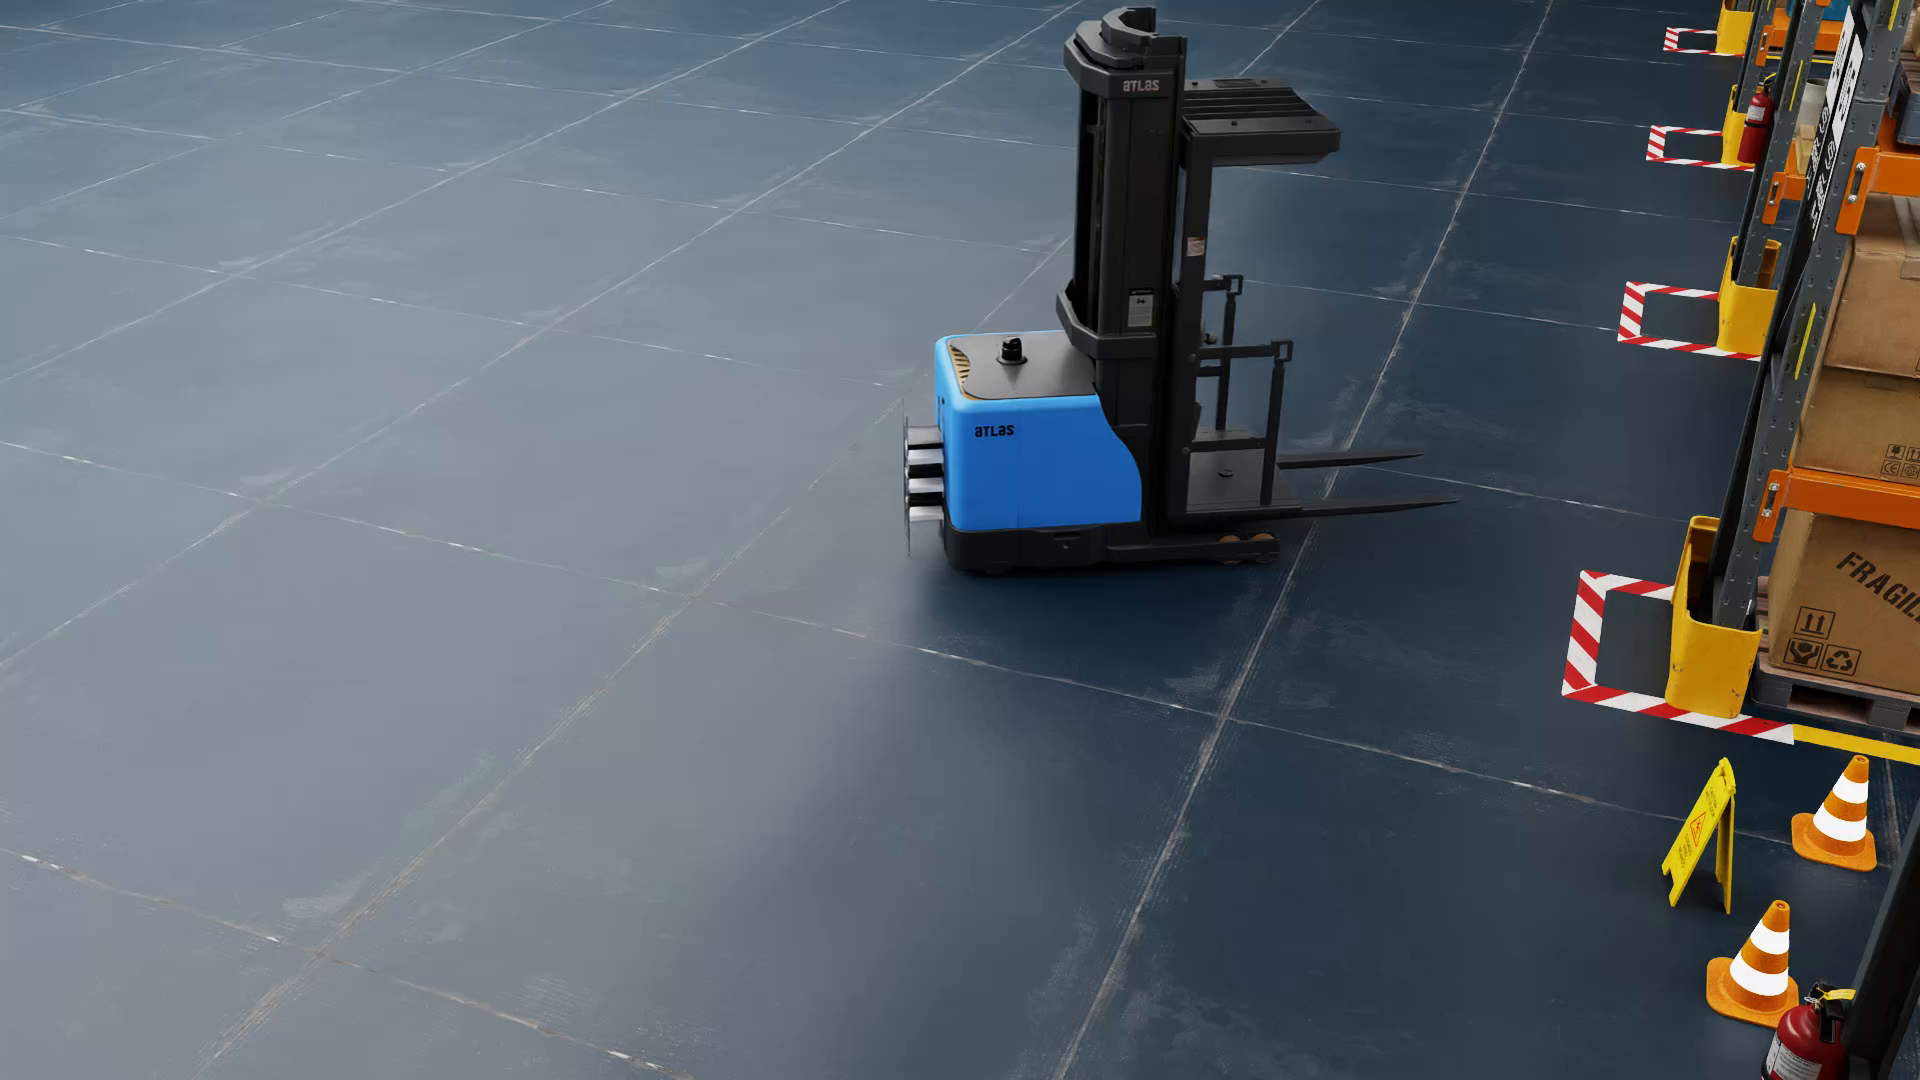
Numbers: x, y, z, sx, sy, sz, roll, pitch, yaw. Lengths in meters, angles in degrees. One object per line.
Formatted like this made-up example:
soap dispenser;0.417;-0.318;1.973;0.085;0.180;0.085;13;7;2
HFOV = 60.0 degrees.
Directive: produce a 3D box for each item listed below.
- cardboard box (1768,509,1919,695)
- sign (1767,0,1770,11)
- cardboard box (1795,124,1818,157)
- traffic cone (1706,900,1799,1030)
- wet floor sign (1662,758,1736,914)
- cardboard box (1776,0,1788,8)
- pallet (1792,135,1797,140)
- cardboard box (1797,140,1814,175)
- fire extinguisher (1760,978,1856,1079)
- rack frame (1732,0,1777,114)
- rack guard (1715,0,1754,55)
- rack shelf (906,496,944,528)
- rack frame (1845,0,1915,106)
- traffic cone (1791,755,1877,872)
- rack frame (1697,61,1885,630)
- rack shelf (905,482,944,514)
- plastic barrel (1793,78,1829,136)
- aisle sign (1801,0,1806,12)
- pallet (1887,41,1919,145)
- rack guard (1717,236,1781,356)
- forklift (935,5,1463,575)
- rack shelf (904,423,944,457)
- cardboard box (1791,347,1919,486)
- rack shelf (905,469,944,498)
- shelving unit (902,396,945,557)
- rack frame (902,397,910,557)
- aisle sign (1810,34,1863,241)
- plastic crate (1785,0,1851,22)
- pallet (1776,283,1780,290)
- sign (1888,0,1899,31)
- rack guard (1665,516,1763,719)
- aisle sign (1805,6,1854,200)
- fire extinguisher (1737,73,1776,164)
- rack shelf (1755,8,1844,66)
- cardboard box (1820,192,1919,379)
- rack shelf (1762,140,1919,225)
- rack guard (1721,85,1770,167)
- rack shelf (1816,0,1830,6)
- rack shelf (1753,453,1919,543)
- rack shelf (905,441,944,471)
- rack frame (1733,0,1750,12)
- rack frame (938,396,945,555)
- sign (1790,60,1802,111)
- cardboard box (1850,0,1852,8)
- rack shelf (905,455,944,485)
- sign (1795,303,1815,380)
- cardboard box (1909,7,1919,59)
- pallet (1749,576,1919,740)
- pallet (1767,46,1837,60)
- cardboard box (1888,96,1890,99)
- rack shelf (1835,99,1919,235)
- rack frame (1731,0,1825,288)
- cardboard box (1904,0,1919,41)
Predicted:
cardboard box;4.565;0.130;8.205;0.875;0.875;0.875;11;31;19
sign;7.522;-5.080;15.407;0.005;0.325;0.100;11;31;19
cardboard box;6.212;-2.883;12.057;0.250;0.149;0.380;11;31;19
traffic cone;3.130;1.595;6.459;0.334;0.463;0.336;11;31;19
wet floor sign;3.141;1.215;6.945;0.232;0.644;0.267;6;30;11
cardboard box;10.207;-6.816;20.365;0.500;0.500;0.500;11;31;19
pallet;8.572;-3.850;16.347;1.213;0.211;1.003;11;31;19
cardboard box;6.045;-2.680;11.698;0.250;0.149;0.380;11;31;19
fire extinguisher;2.212;1.370;4.356;0.183;0.674;0.296;11;31;19
rack frame;7.733;-5.209;15.918;0.127;3.000;1.000;11;31;19
rack guard;9.576;-6.383;20.535;0.348;0.500;1.175;11;31;19
rack shelf;-0.205;-0.171;9.571;0.200;0.077;0.258;-4;30;-6
rack frame;3.912;-3.320;6.478;0.127;3.000;1.000;11;31;19
traffic cone;3.870;1.142;7.259;0.334;0.463;0.336;11;31;19
rack frame;3.912;-0.708;7.954;0.127;3.000;1.000;11;31;19
rack shelf;-0.205;-0.249;9.527;0.200;0.077;0.258;-4;30;-6
plastic barrel;8.371;-4.222;16.273;0.421;0.512;0.421;0;29;0
aisle sign;5.700;-3.957;11.061;0.004;0.787;0.394;11;31;19
pallet;4.603;-1.843;7.003;1.213;0.211;1.003;11;31;19
rack guard;5.941;-1.848;12.512;0.348;0.500;1.175;11;31;19
forklift;1.396;-1.388;9.227;3.031;2.935;1.130;-4;30;-6
rack shelf;-0.205;-0.562;9.349;0.200;0.077;0.258;-4;30;-6
cardboard box;4.273;-0.725;7.832;0.550;0.550;0.875;11;31;19
rack shelf;-0.205;-0.327;9.482;0.200;0.077;0.258;-4;30;-6
shelving unit;-0.205;-0.356;9.466;0.210;0.900;0.258;-4;30;-6
rack frame;-0.306;-0.350;9.455;0.006;0.900;0.240;-4;30;-6
aisle sign;3.734;-1.716;7.095;0.004;0.787;0.394;11;31;19
plastic crate;8.309;-5.188;16.032;0.616;0.251;0.499;11;31;19
pallet;6.680;-1.556;12.289;1.213;0.211;1.003;11;31;19
sign;3.698;-2.177;6.536;0.005;0.325;0.100;11;31;19
rack guard;3.890;0.376;8.577;0.348;0.500;1.175;11;31;19
aisle sign;3.959;-1.989;7.579;0.004;0.787;0.394;11;31;19
fire extinguisher;5.938;-3.148;12.350;0.183;0.674;0.296;11;31;19
rack shelf;9.586;-4.526;15.440;4.000;0.370;1.077;11;31;19
cardboard box;4.241;-1.157;7.499;0.550;0.550;0.875;11;31;19
rack shelf;7.724;-2.268;11.444;4.000;0.370;1.077;11;31;19
rack guard;7.821;-4.128;16.546;0.348;0.500;1.175;11;31;19
rack shelf;7.724;-3.573;10.706;4.000;0.370;1.077;11;31;19
rack shelf;5.765;-0.025;7.476;4.000;0.370;1.077;11;31;19
rack shelf;-0.205;-0.484;9.394;0.200;0.077;0.258;-4;30;-6
rack frame;9.598;-7.467;19.912;0.127;3.000;1.000;11;31;19
rack frame;-0.104;-0.362;9.477;0.006;0.900;0.240;-4;30;-6
sign;5.667;-3.080;11.271;0.005;0.325;0.100;11;31;19
cardboard box;6.473;-3.570;11.598;0.500;0.500;0.500;11;31;19
rack shelf;-0.205;-0.406;9.438;0.200;0.077;0.258;-4;30;-6
sign;3.698;-0.867;7.276;0.005;0.325;0.100;11;31;19
cardboard box;4.348;-2.224;7.314;0.250;0.149;0.380;11;31;19
pallet;4.682;0.618;8.442;1.213;0.211;1.003;11;31;19
pallet;10.323;-6.131;20.382;1.213;0.211;1.003;11;31;19
cardboard box;6.370;-3.009;11.622;0.500;0.500;0.875;11;31;19
rack shelf;5.765;-1.331;6.738;4.000;0.370;1.077;11;31;19
rack frame;5.870;-2.951;11.922;0.127;3.000;1.000;11;31;19
cardboard box;6.278;-3.333;11.178;0.500;0.500;0.500;11;31;19
